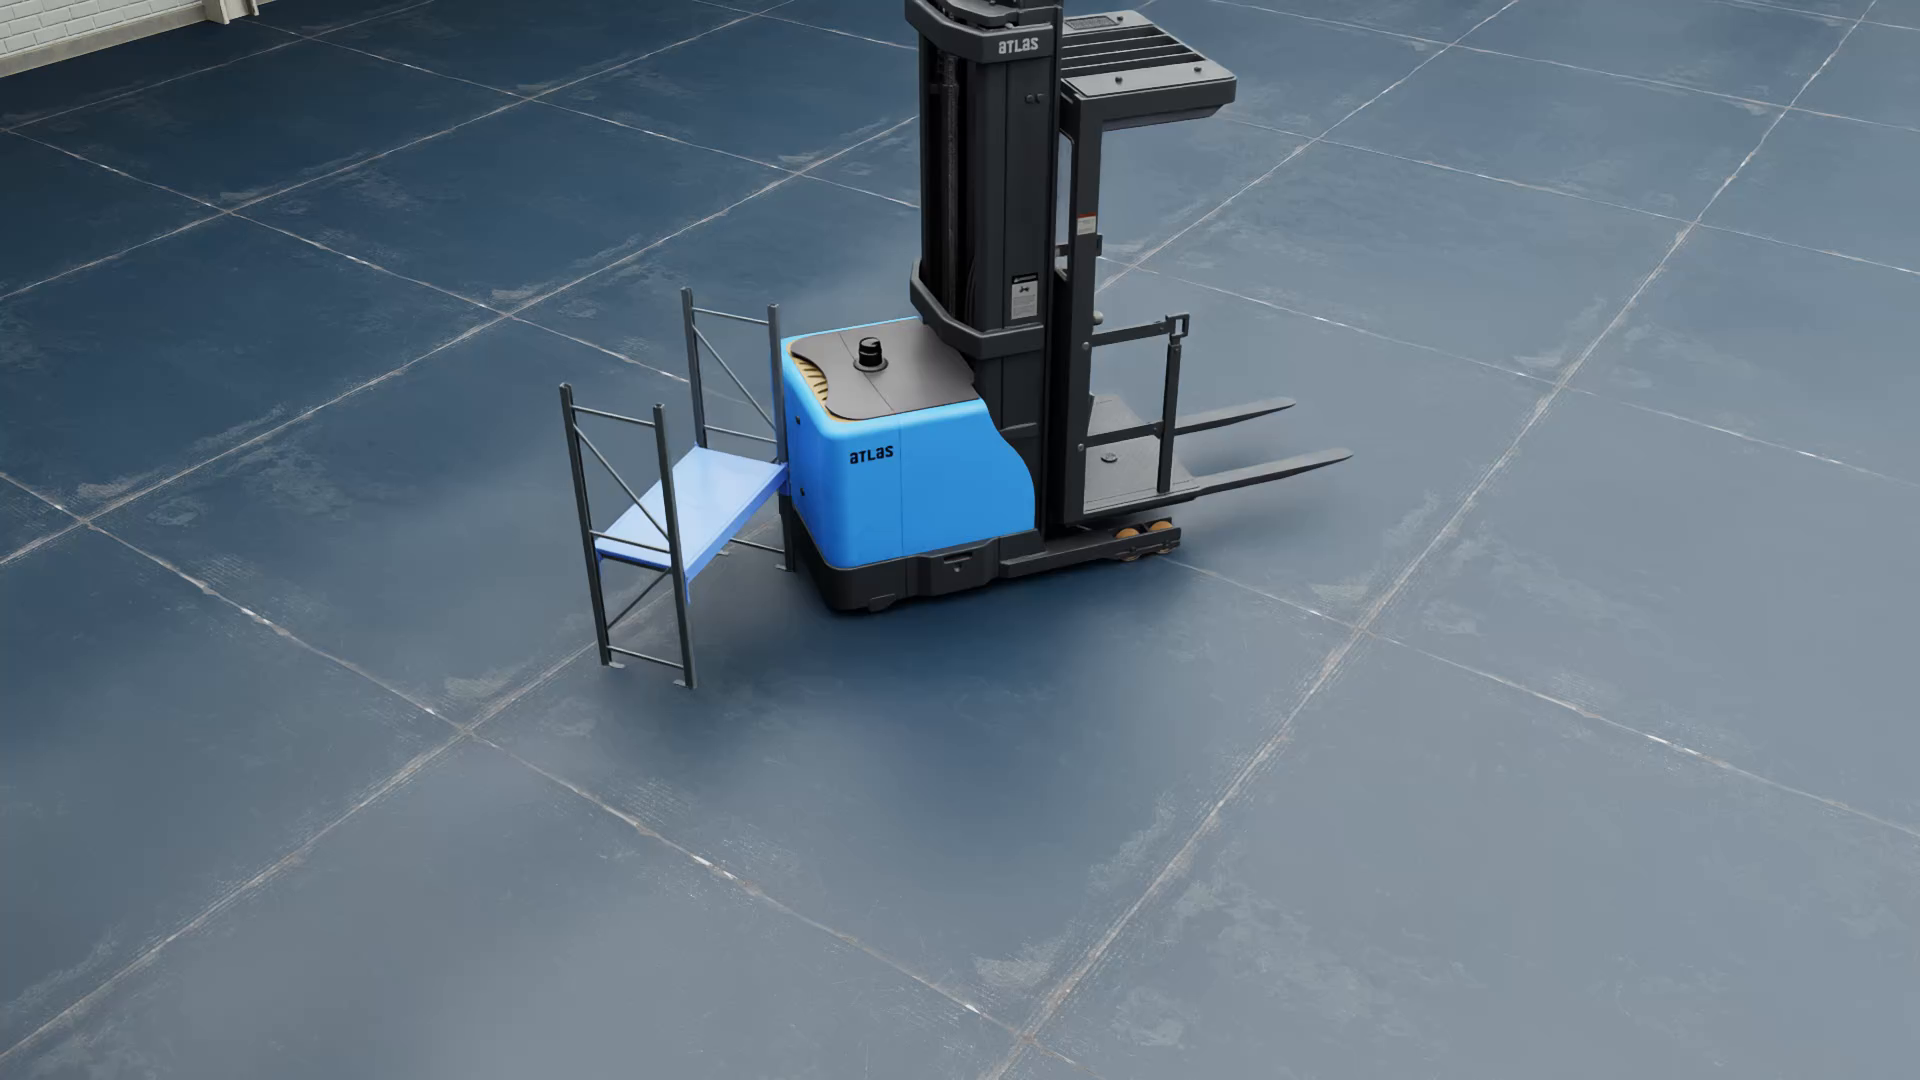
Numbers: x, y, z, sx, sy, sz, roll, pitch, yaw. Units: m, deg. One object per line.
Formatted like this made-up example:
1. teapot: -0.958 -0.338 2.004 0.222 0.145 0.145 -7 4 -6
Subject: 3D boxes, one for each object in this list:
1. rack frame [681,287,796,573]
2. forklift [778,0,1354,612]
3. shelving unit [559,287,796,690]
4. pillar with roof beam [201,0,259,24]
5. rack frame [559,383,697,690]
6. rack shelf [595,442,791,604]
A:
1. rack frame: -1.076 -0.512 8.168 0.500 1.500 0.032 13 36 18
2. forklift: 0.612 -1.370 8.159 3.031 2.935 1.130 -12 36 -17
3. shelving unit: -1.268 -0.249 7.779 0.538 1.500 1.048 13 36 18
4. pillar with roof beam: -3.623 -7.506 11.816 9.100 9.000 0.400 21 39 28
5. rack frame: -1.461 0.015 7.389 0.500 1.500 0.032 13 36 18
6. rack shelf: -1.268 -0.100 7.880 0.538 0.185 1.000 13 36 18
